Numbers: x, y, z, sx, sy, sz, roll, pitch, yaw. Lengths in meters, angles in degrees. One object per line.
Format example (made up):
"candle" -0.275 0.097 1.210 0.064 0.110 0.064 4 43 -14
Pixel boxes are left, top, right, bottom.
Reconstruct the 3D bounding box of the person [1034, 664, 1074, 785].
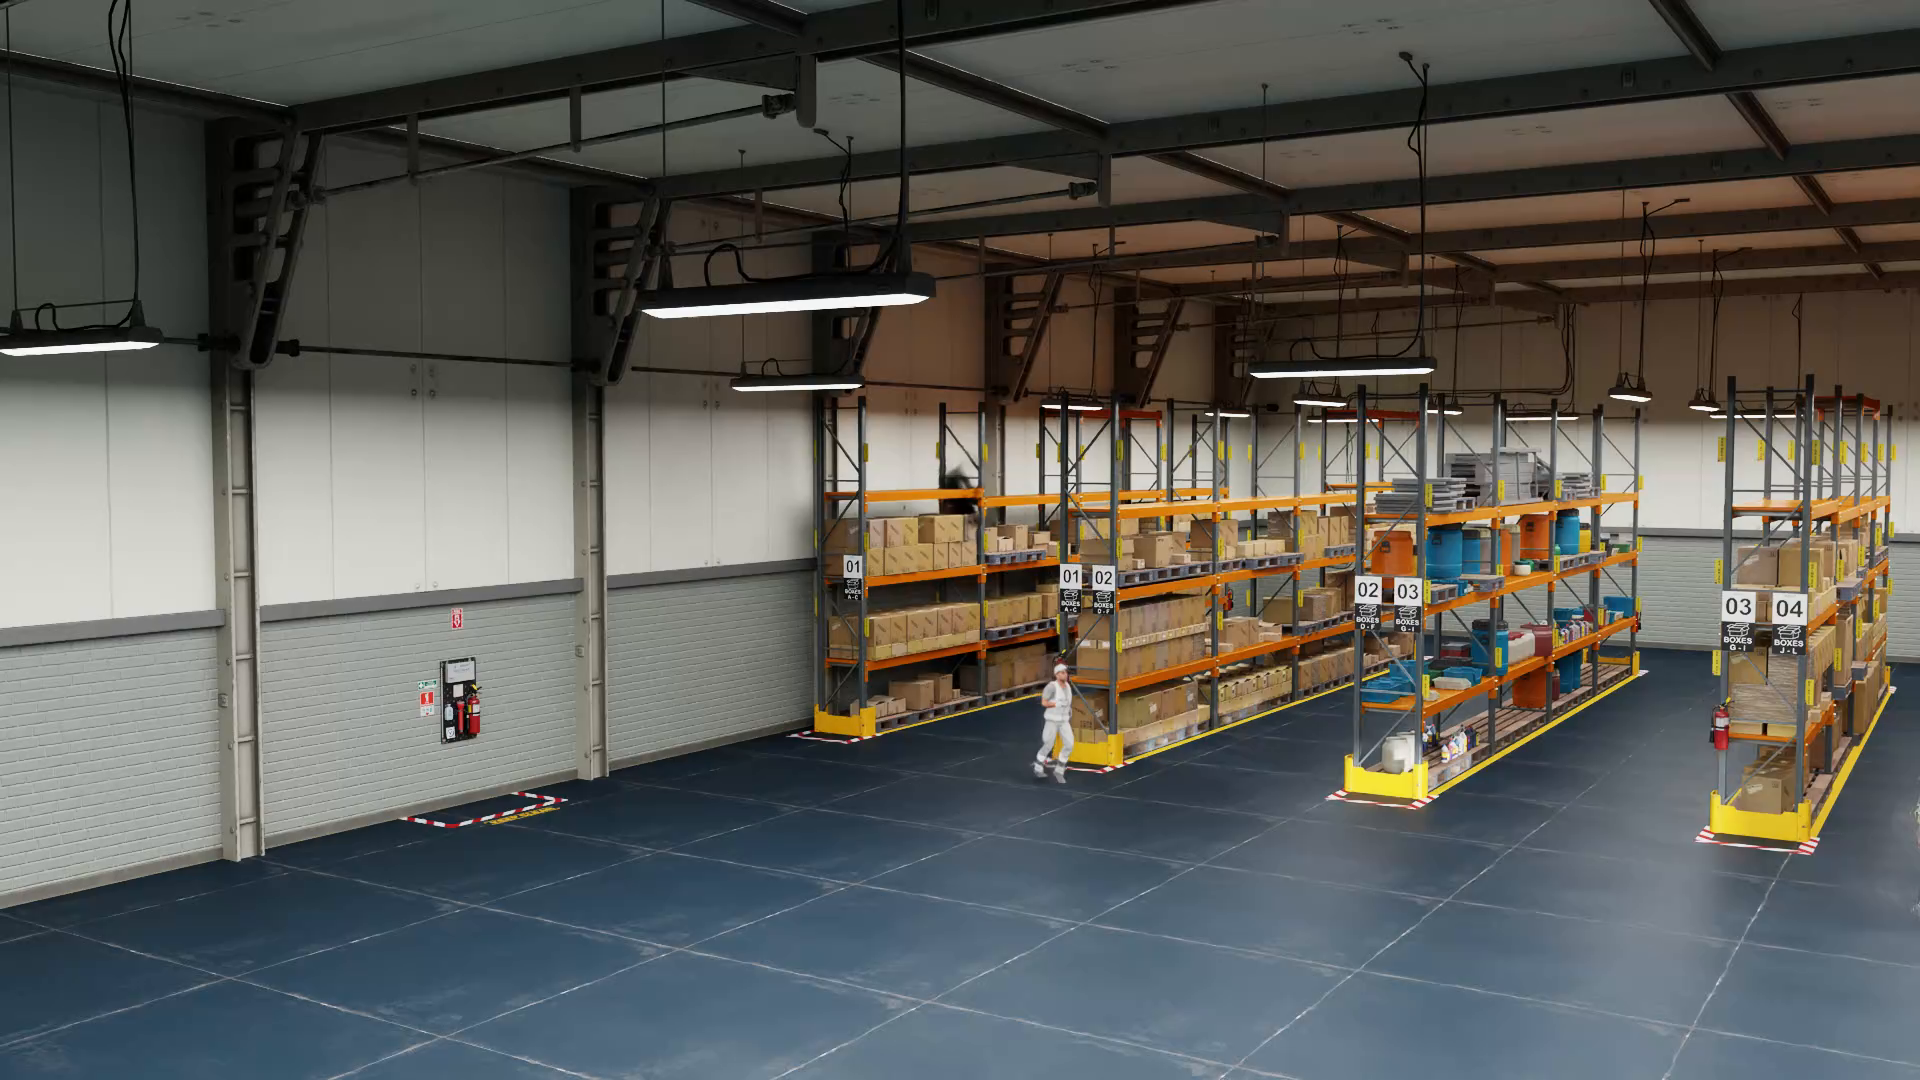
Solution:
"person" 1.494 2.793 25.265 0.654 1.832 0.750 -2 4 -34
